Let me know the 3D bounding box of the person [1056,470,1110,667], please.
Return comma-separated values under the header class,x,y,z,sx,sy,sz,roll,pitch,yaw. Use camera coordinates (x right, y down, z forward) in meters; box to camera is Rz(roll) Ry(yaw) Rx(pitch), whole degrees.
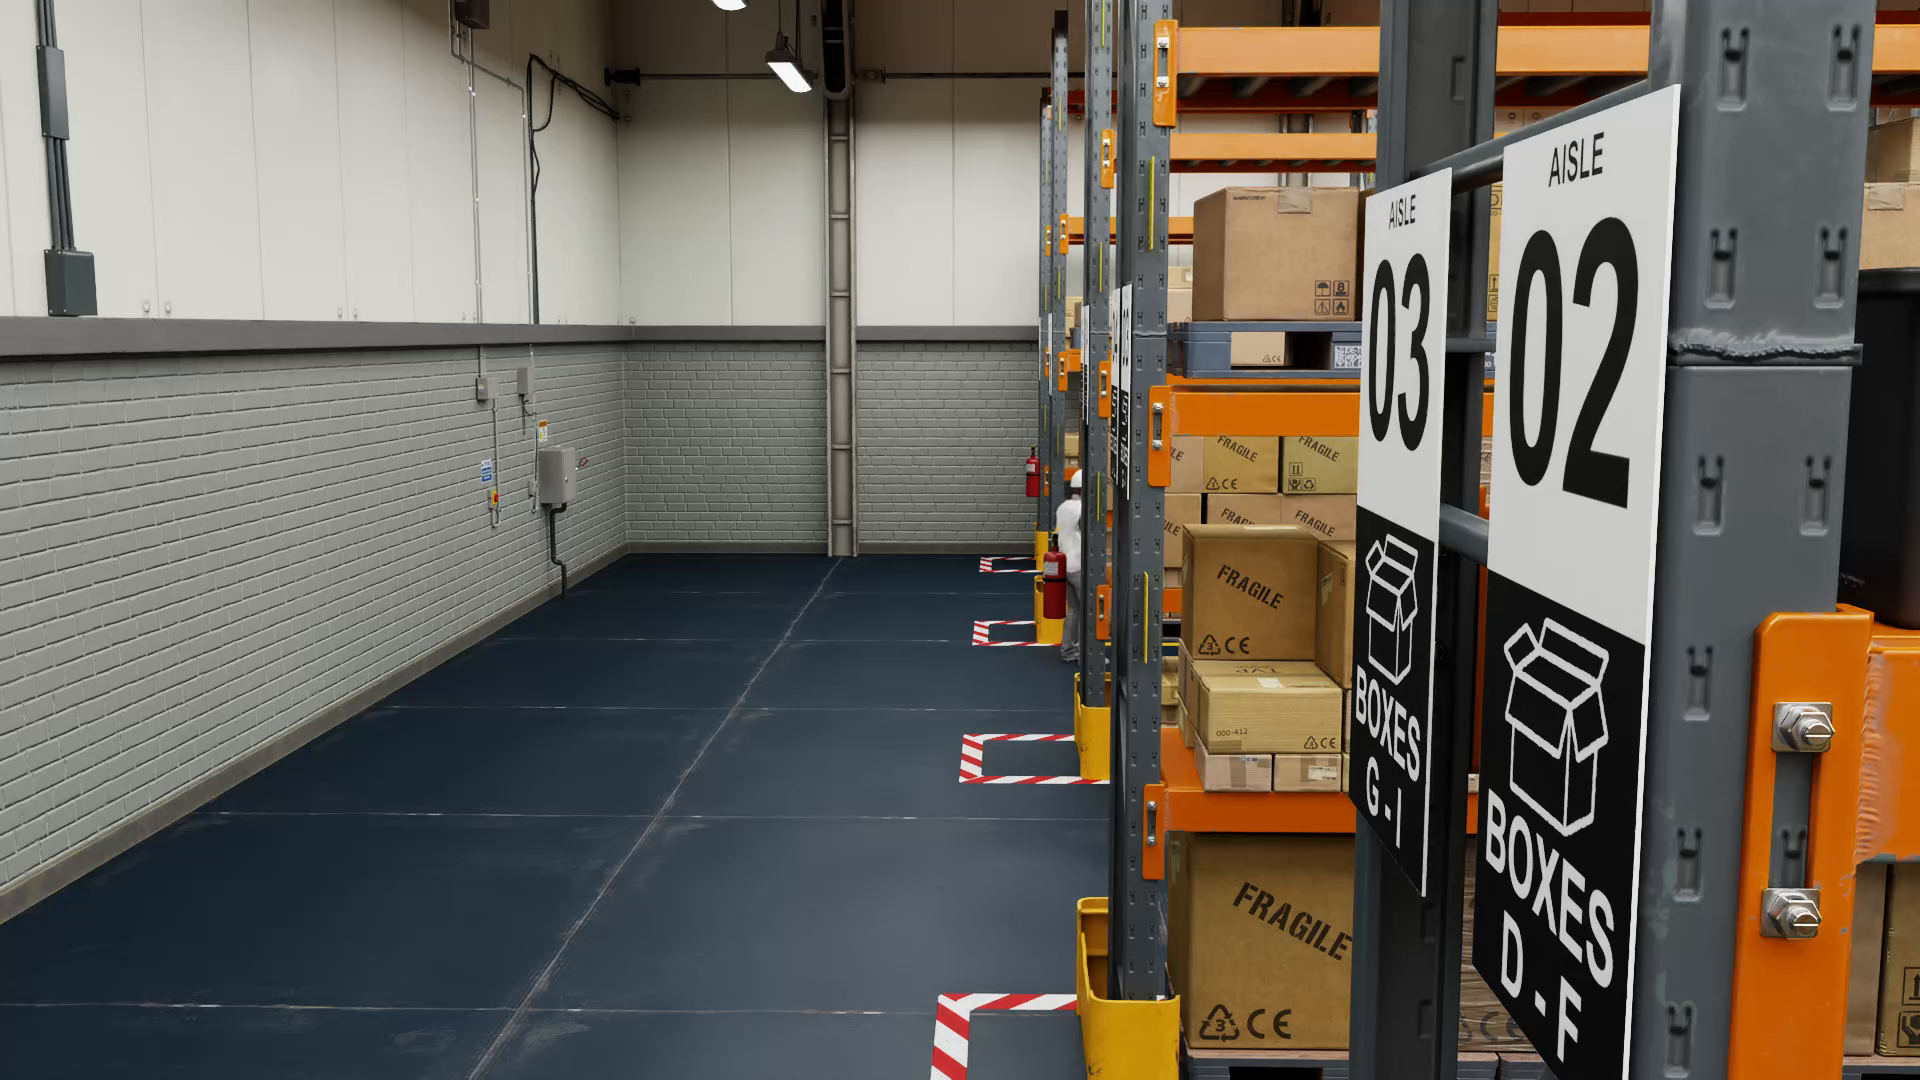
class,x,y,z,sx,sy,sz,roll,pitch,yaw
person,1.088,0.248,15.187,0.443,1.771,0.565,-4,8,-27
